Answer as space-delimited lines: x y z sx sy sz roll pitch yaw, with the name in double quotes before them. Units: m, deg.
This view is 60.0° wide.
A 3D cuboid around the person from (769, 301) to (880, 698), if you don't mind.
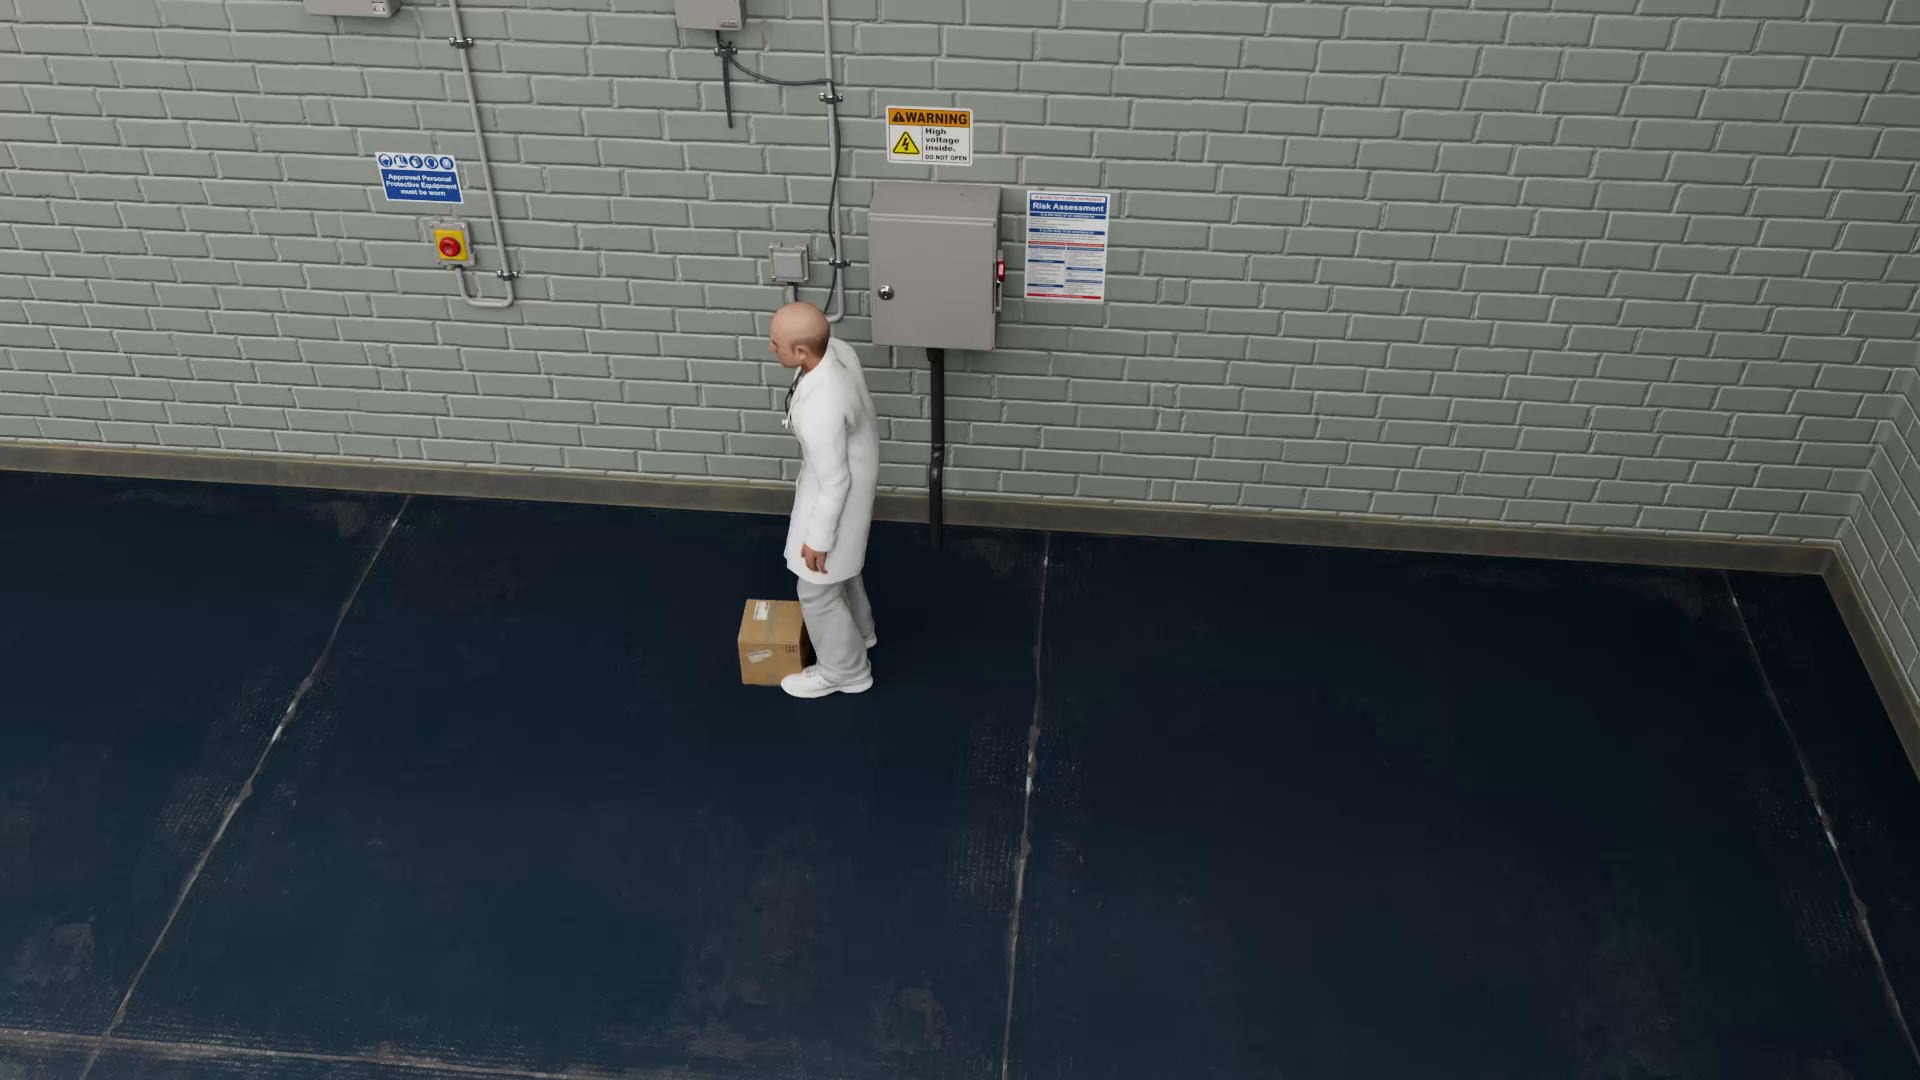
"person" -0.512 -0.148 6.349 0.429 1.772 0.644 1 40 1
